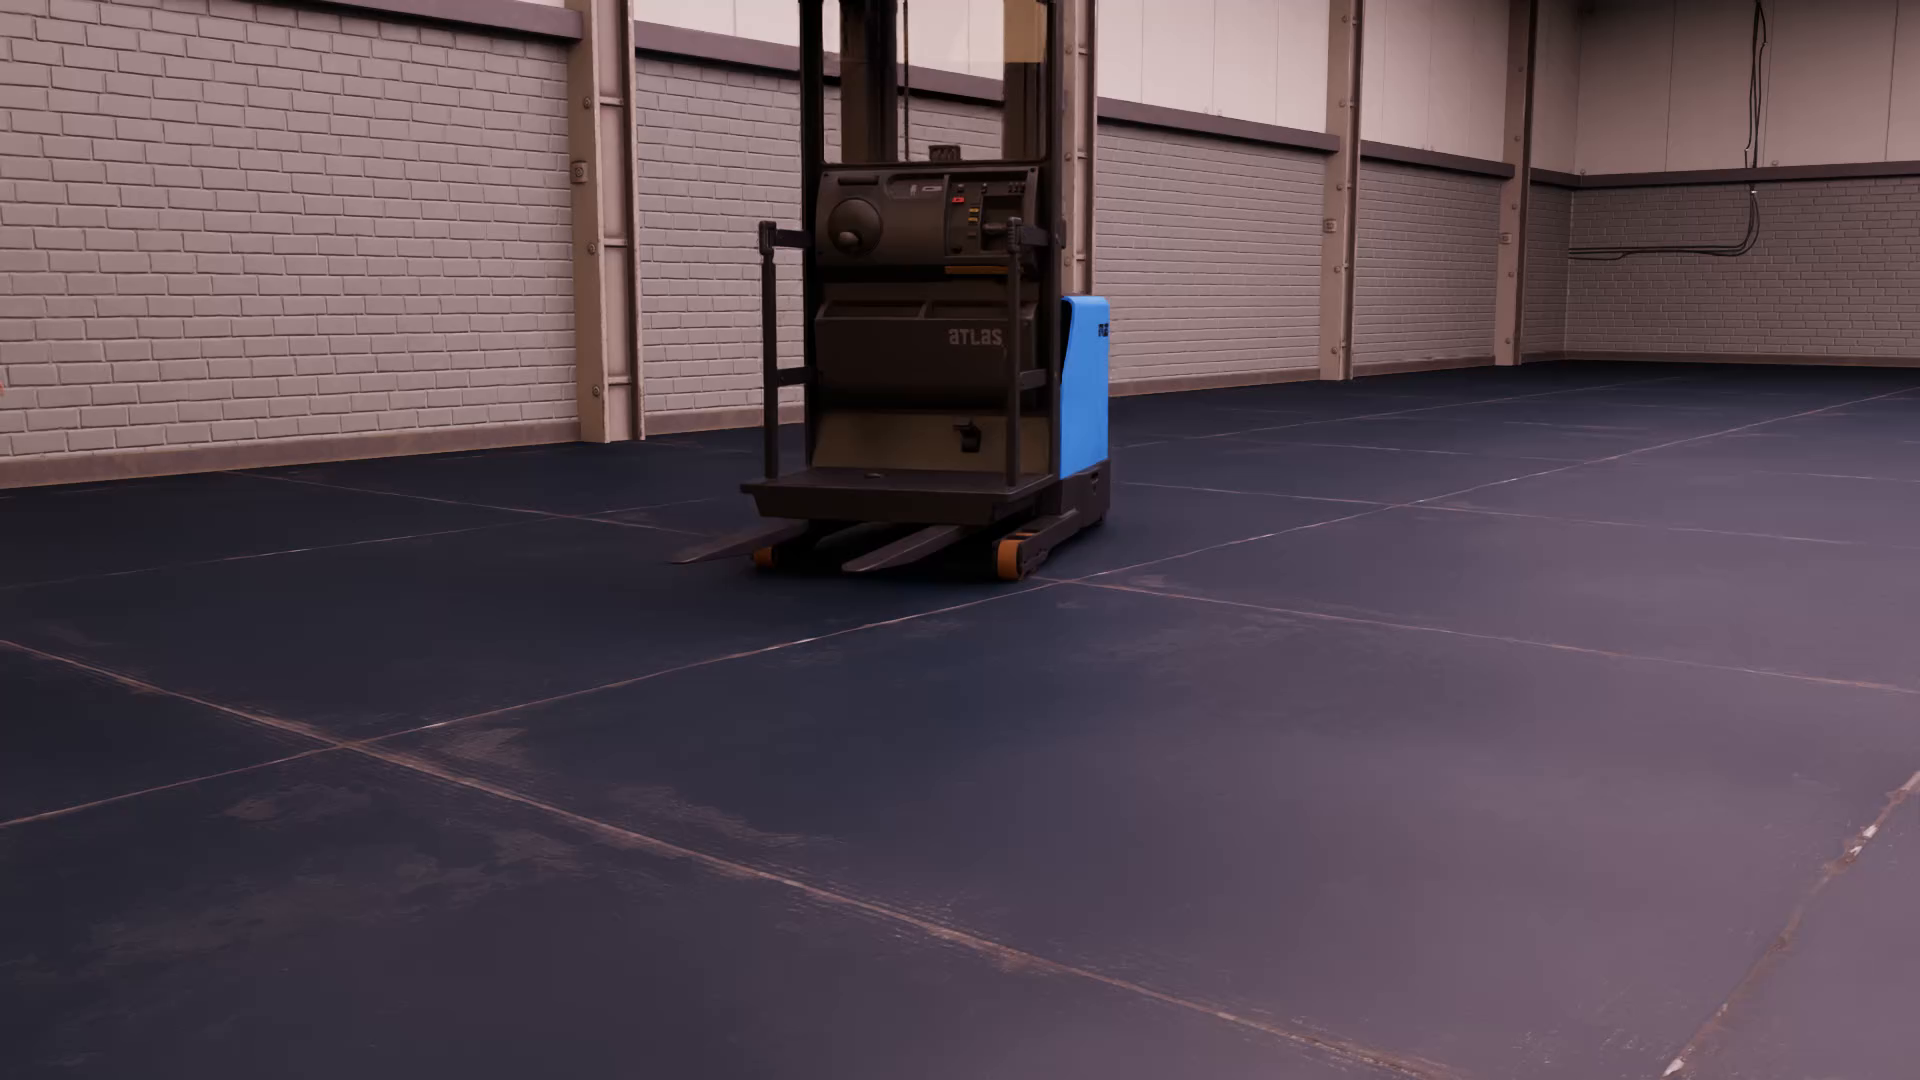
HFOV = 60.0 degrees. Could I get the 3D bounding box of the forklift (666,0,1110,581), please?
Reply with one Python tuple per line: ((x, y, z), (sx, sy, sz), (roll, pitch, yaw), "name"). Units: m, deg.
((-0.198, -1.355, 6.545), (1.130, 2.935, 3.031), (3, 9, 17), "forklift")
